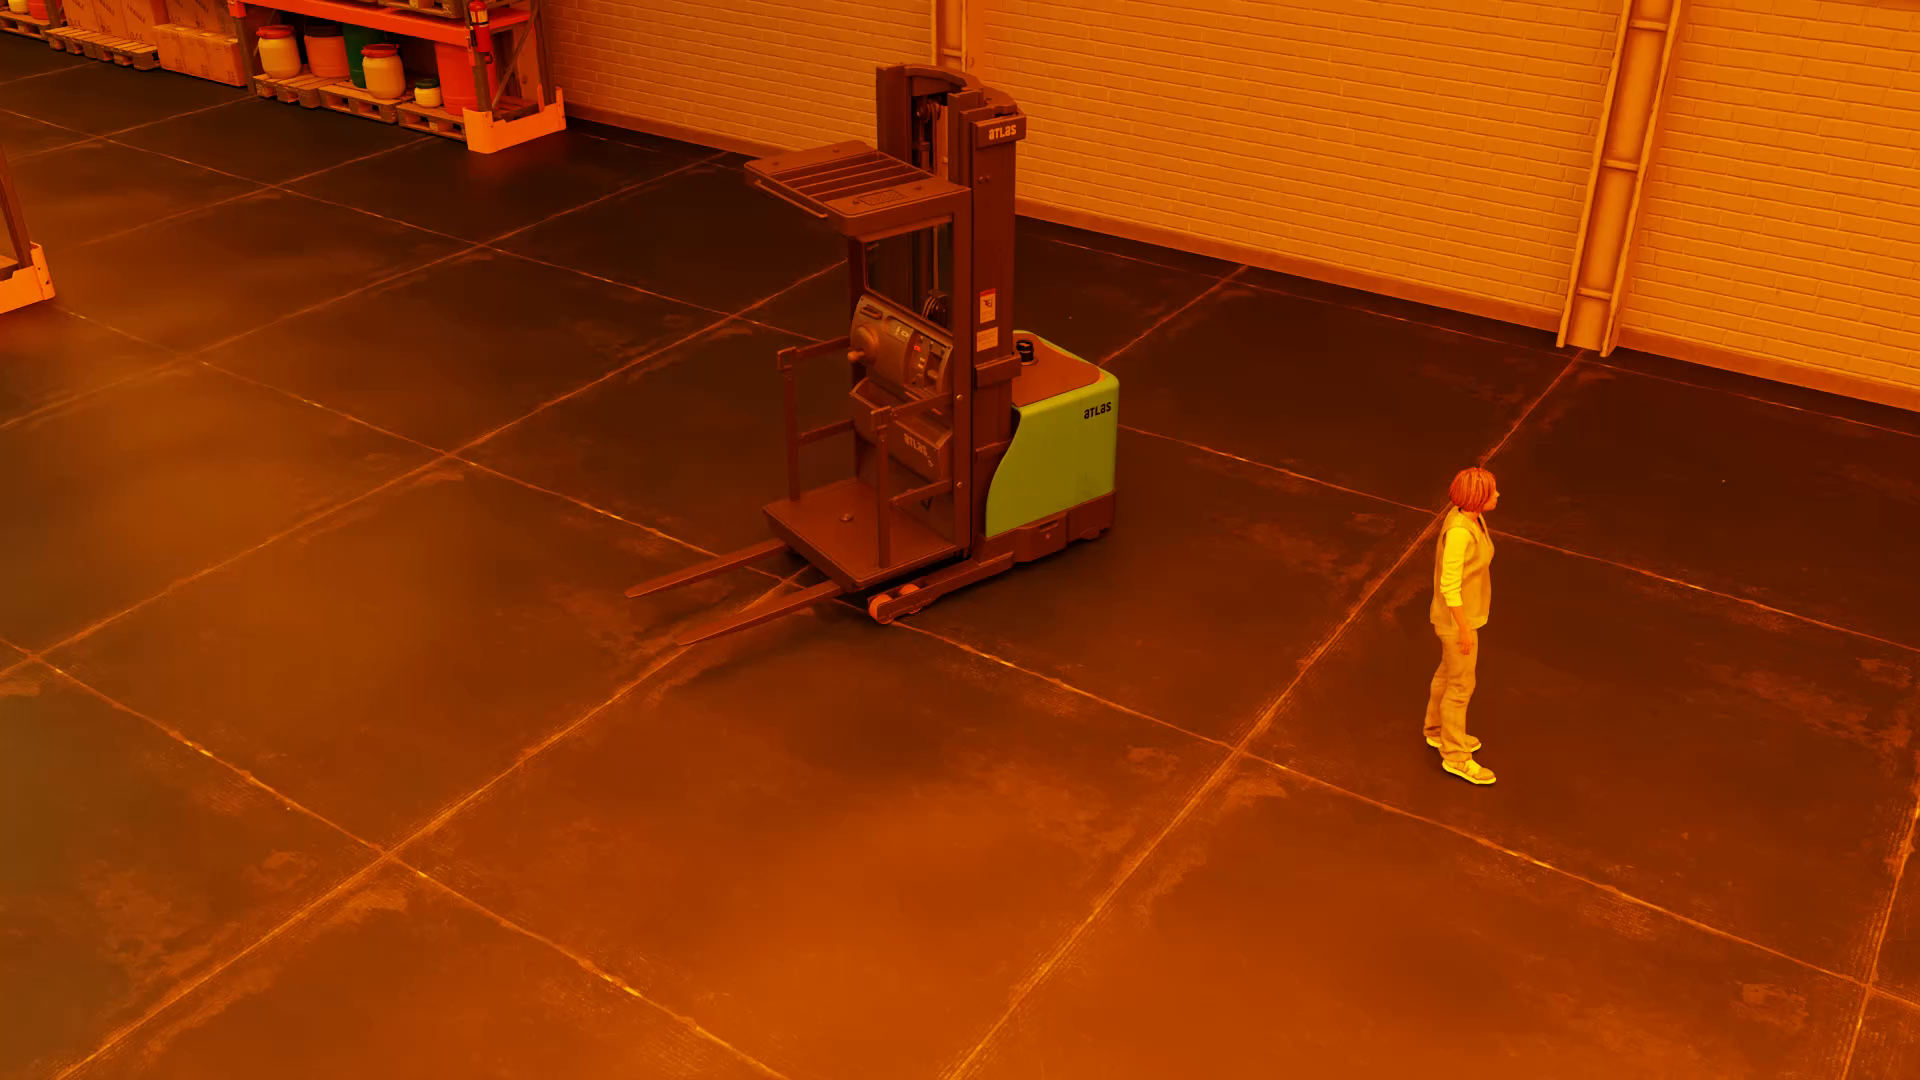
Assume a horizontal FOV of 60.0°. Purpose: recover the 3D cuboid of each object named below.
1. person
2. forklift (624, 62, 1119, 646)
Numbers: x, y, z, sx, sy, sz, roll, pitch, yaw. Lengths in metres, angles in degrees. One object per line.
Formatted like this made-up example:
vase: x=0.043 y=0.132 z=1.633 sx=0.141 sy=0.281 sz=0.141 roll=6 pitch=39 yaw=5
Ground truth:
person: x=2.546 y=0.400 z=8.221 sx=0.475 sy=1.582 sz=0.520 roll=11 pitch=32 yaw=18
forklift: x=-0.508 y=-1.082 z=9.444 sx=3.031 sy=2.935 sz=1.130 roll=-20 pitch=36 yaw=-31
